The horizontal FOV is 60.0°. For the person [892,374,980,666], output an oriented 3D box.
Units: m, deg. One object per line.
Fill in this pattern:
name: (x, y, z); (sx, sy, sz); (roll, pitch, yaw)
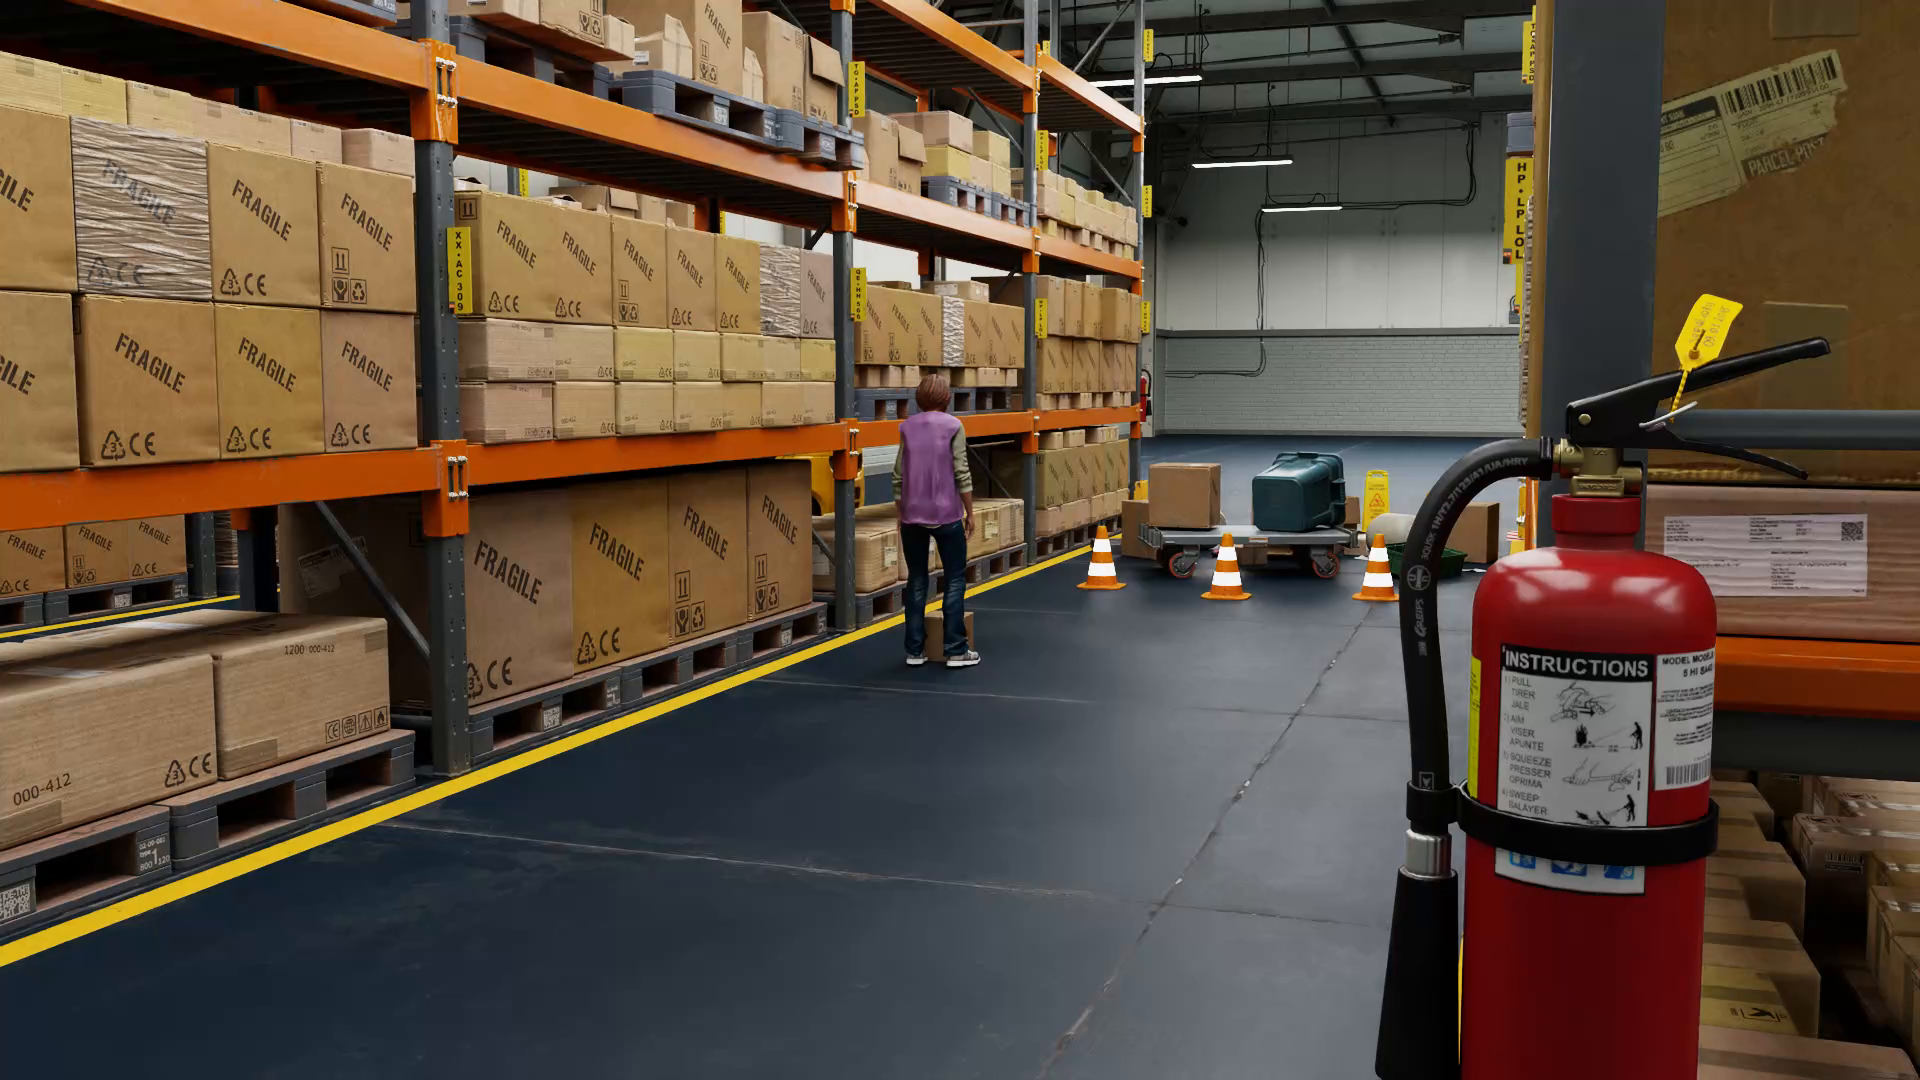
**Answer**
person: (-0.145, -0.104, 9.064); (0.459, 1.591, 0.346); (2, 6, 19)
